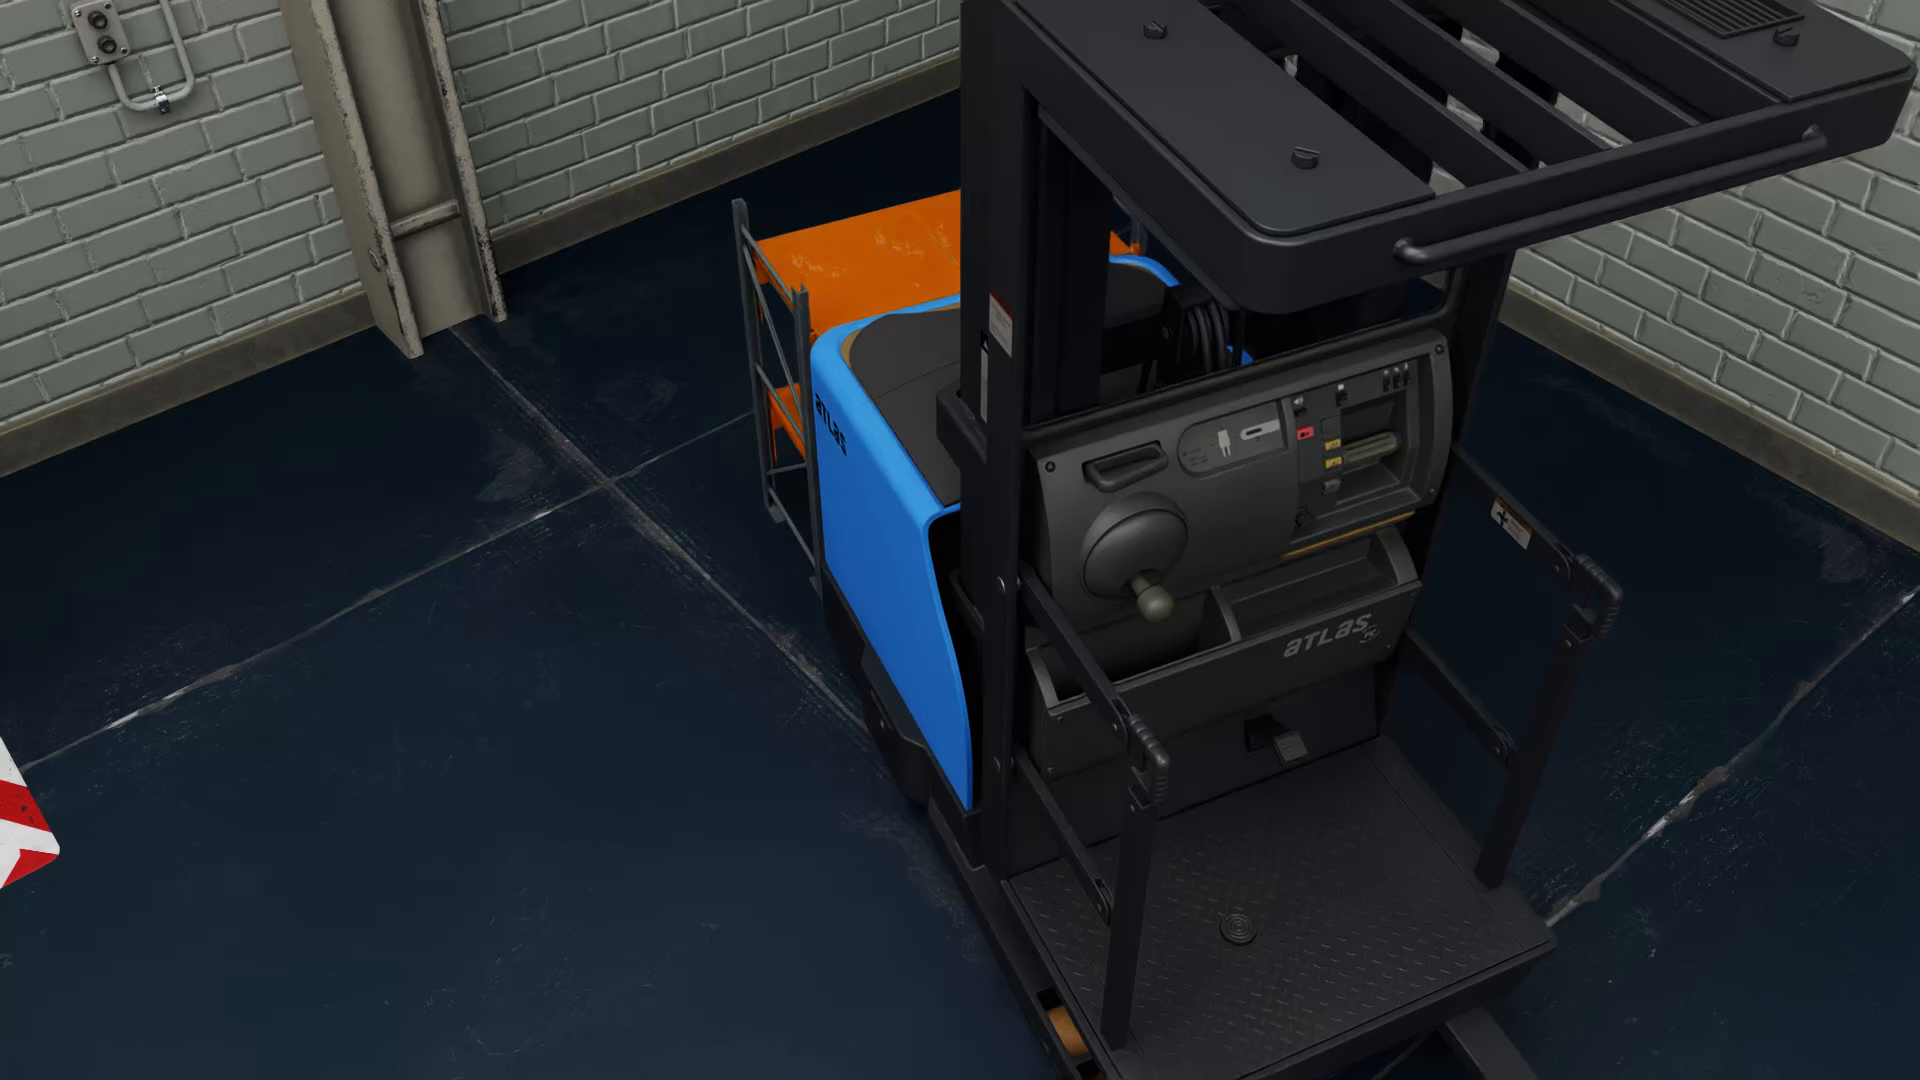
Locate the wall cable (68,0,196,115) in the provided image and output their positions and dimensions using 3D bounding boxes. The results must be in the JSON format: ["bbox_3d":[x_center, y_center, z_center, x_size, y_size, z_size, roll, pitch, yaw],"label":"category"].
[{"bbox_3d":[-3.050,-1.696,4.122,1.851,1.984,0.084,-30,51,-28],"label":"wall cable"}]

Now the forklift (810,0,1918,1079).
[{"bbox_3d":[0.669,-0.038,3.149,1.130,2.935,3.031,-17,46,-18],"label":"forklift"}]

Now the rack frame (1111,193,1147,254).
[{"bbox_3d":[0.404,-0.683,5.155,0.032,1.125,0.500,-18,46,-18],"label":"rack frame"}]

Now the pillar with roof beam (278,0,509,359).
[{"bbox_3d":[0.853,-1.832,0.628,0.400,9.000,9.100,-30,51,-28],"label":"pillar with roof beam"}]

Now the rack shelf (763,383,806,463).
[{"bbox_3d":[-0.054,-0.354,5.163,1.000,0.278,0.538,-18,46,-18],"label":"rack shelf"}]

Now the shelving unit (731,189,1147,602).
[{"bbox_3d":[-0.054,-0.532,4.995,1.048,1.125,0.538,-18,46,-18],"label":"shelving unit"}]

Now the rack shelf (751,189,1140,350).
[{"bbox_3d":[-0.054,-0.746,4.795,1.000,0.278,0.538,-18,46,-18],"label":"rack shelf"}]

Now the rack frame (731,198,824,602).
[{"bbox_3d":[-0.513,-0.382,4.835,0.032,1.125,0.500,-18,46,-18],"label":"rack frame"}]
